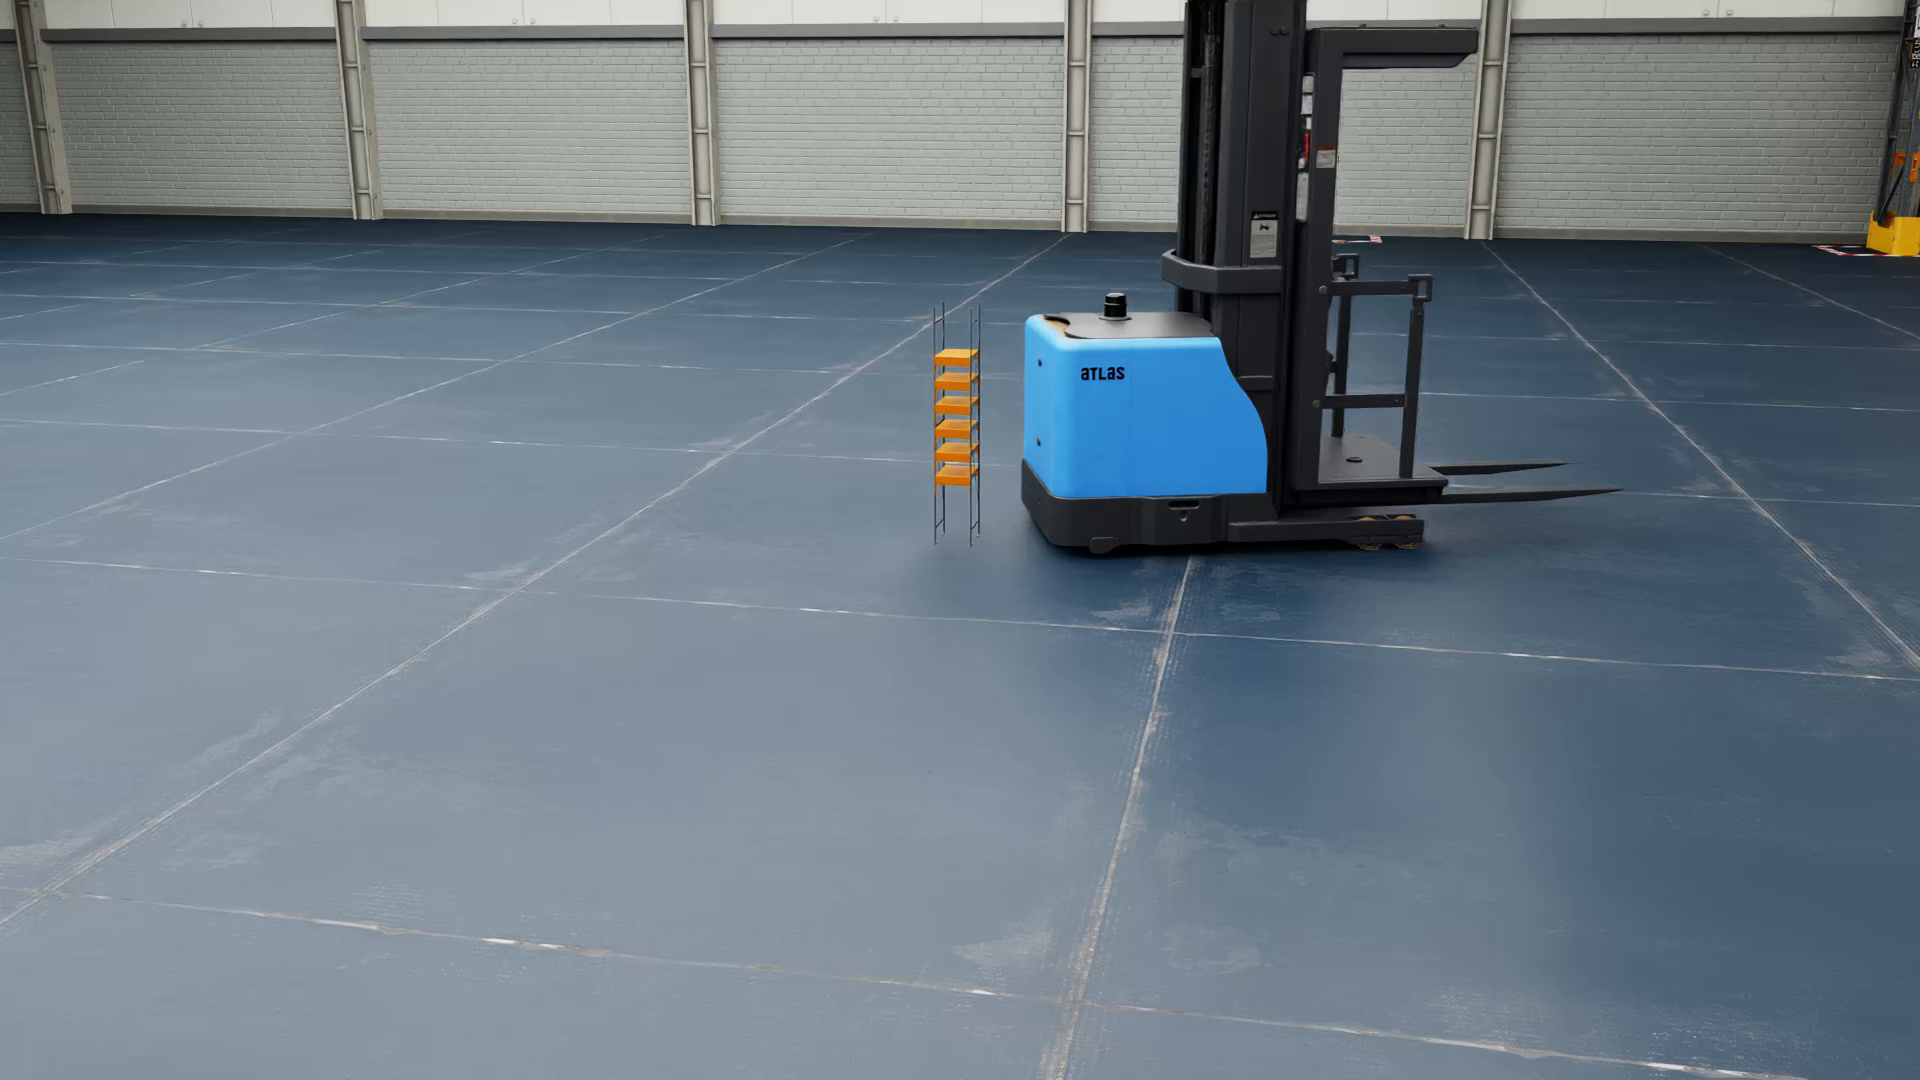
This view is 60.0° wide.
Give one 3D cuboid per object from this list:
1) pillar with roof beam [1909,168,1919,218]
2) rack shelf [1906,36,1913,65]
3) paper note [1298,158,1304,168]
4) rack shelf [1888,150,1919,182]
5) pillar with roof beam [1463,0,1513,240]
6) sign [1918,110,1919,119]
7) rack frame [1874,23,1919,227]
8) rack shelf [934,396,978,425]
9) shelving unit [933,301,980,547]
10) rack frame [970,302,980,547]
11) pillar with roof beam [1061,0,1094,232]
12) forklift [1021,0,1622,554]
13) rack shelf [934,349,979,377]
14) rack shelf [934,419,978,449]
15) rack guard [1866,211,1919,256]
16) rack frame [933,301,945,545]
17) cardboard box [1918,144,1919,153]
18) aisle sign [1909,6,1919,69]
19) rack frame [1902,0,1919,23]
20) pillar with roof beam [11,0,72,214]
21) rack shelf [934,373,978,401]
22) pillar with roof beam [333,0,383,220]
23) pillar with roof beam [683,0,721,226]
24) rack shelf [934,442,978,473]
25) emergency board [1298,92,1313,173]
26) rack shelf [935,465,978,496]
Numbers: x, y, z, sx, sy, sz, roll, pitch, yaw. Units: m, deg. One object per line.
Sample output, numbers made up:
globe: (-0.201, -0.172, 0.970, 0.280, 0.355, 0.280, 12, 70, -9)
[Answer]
pillar with roof beam: (12.684, -7.357, 18.193, 0.400, 9.000, 9.100, 3, 16, 11)
rack shelf: (14.644, -6.395, 21.688, 4.000, 0.370, 1.077, 3, 16, 11)
paper note: (5.089, -5.655, 24.939, 0.142, 0.148, 0.016, 3, 16, 11)
rack shelf: (14.644, -4.950, 22.089, 4.000, 0.370, 1.077, 3, 16, 11)
pillar with roof beam: (6.805, -7.676, 19.345, 0.400, 9.000, 9.100, 3, 16, 11)
sign: (12.576, -5.678, 21.749, 0.005, 0.325, 0.100, 3, 16, 11)
rack frame: (12.684, -5.403, 22.377, 0.127, 3.000, 1.000, 3, 16, 11)
rack shelf: (-0.014, -0.652, 8.314, 0.180, 0.103, 0.258, 3, 16, 11)
shelving unit: (-0.014, -0.579, 8.335, 0.189, 1.200, 0.258, 3, 16, 11)
rack frame: (0.075, -0.574, 8.317, 0.006, 1.200, 0.240, 3, 16, 11)
pillar with roof beam: (0.925, -7.995, 20.497, 0.400, 9.000, 9.100, 3, 16, 11)
forklift: (1.888, -1.497, 8.407, 3.031, 2.935, 1.130, -2, 16, -7)
rack shelf: (-0.014, -0.883, 8.250, 0.180, 0.103, 0.258, 3, 16, 11)
rack shelf: (-0.014, -0.536, 8.346, 0.180, 0.103, 0.258, 3, 16, 11)
rack guard: (12.758, -4.194, 22.696, 0.348, 0.500, 1.175, 3, 16, 11)
rack frame: (-0.104, -0.584, 8.352, 0.006, 1.200, 0.240, 3, 16, 11)
cardboard box: (13.181, -5.366, 22.487, 0.500, 0.250, 0.500, 3, 16, 12)
aisle sign: (12.554, -6.581, 21.760, 0.004, 0.787, 0.394, 3, 16, 11)
rack frame: (12.684, -8.294, 21.576, 0.127, 3.000, 1.000, 3, 16, 11)
pillar with roof beam: (-16.714, -8.953, 23.954, 0.400, 9.000, 9.100, 3, 16, 11)
rack shelf: (-0.014, -0.767, 8.282, 0.180, 0.103, 0.258, 3, 16, 11)
pillar with roof beam: (-10.834, -8.633, 22.802, 0.400, 9.000, 9.100, 3, 16, 11)
pillar with roof beam: (-4.955, -8.314, 21.650, 0.400, 9.000, 9.100, 3, 16, 11)
rack shelf: (-0.014, -0.421, 8.379, 0.180, 0.103, 0.258, 3, 16, 11)
emergency board: (5.248, -6.052, 24.722, 0.643, 1.169, 0.194, 3, 16, 11)
rack shelf: (-0.014, -0.305, 8.411, 0.180, 0.103, 0.258, 3, 16, 11)
